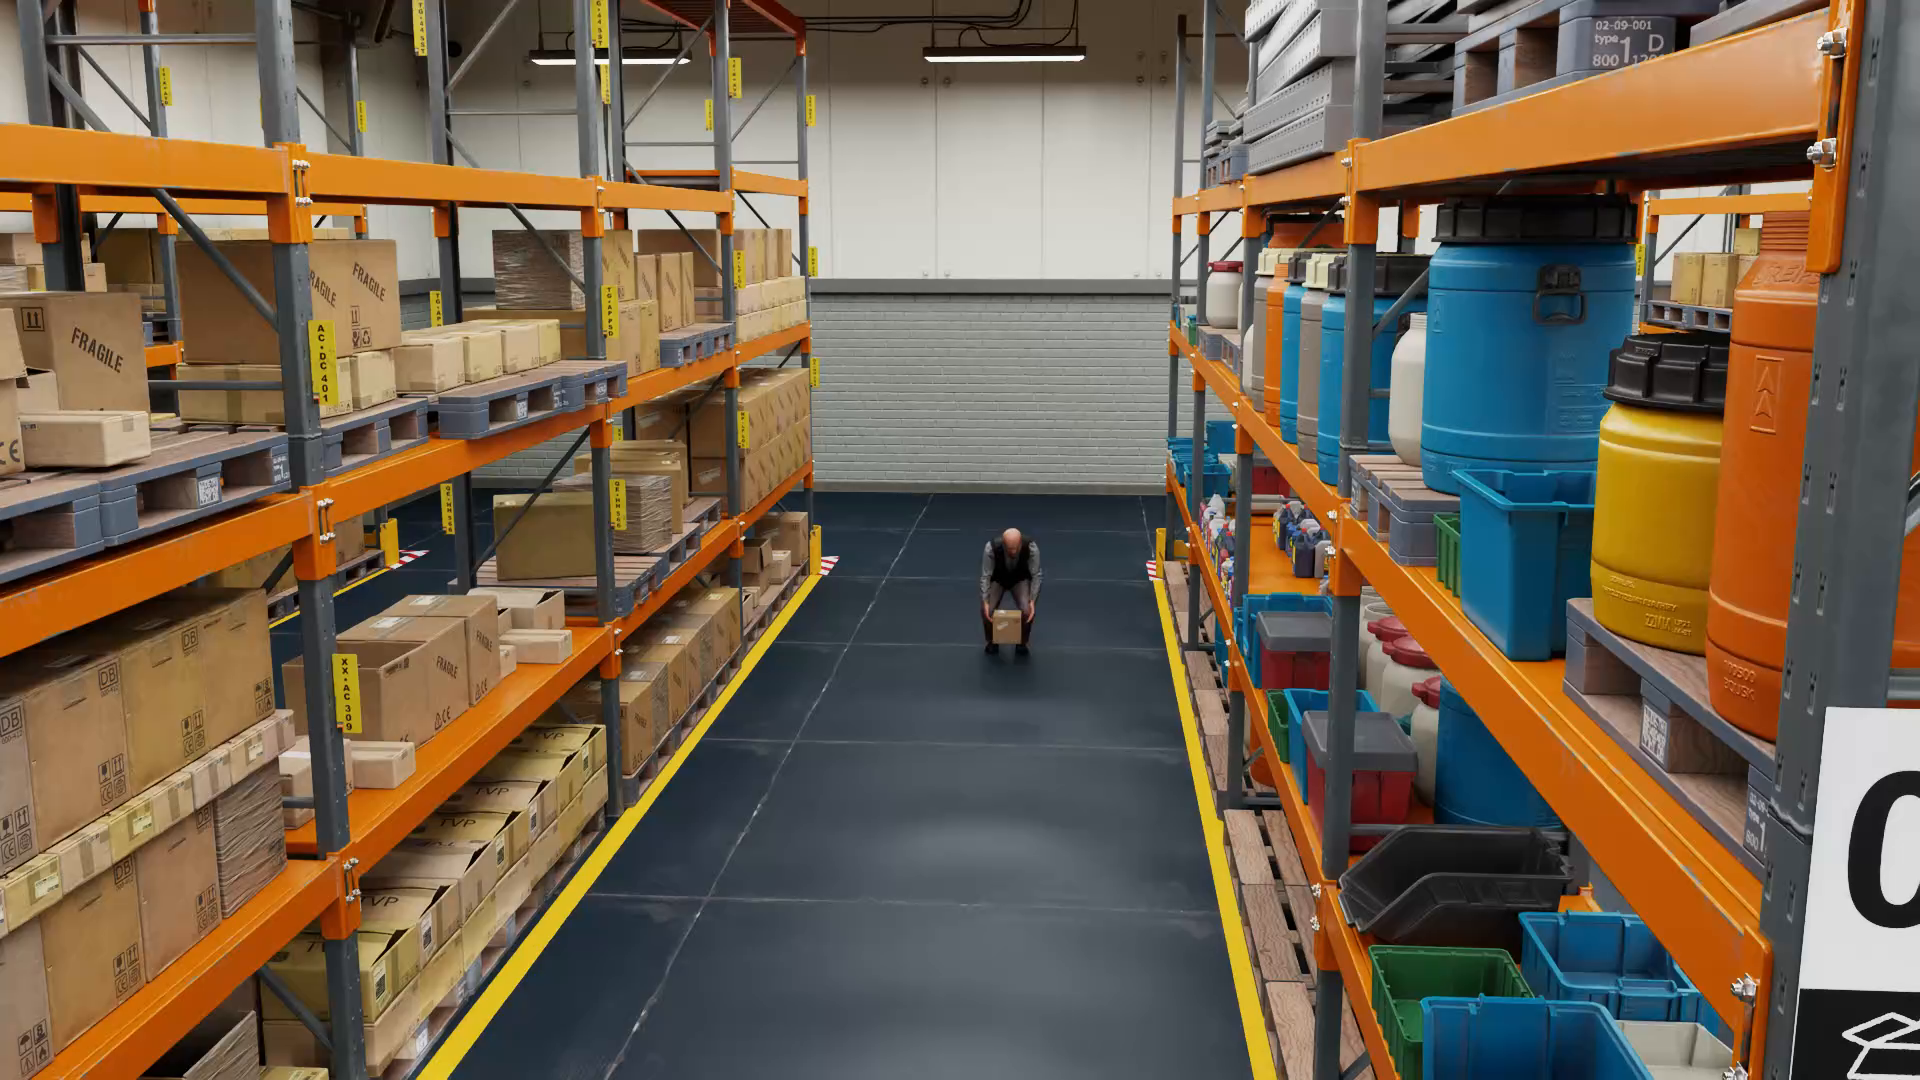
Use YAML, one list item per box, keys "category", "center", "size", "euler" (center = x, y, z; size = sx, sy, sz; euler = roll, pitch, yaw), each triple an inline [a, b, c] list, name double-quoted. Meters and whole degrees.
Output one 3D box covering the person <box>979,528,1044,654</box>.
- category: "person"
  center: [0.470, 0.437, 15.094]
  size: [0.579, 1.198, 0.797]
  euler: [1, 11, 4]
